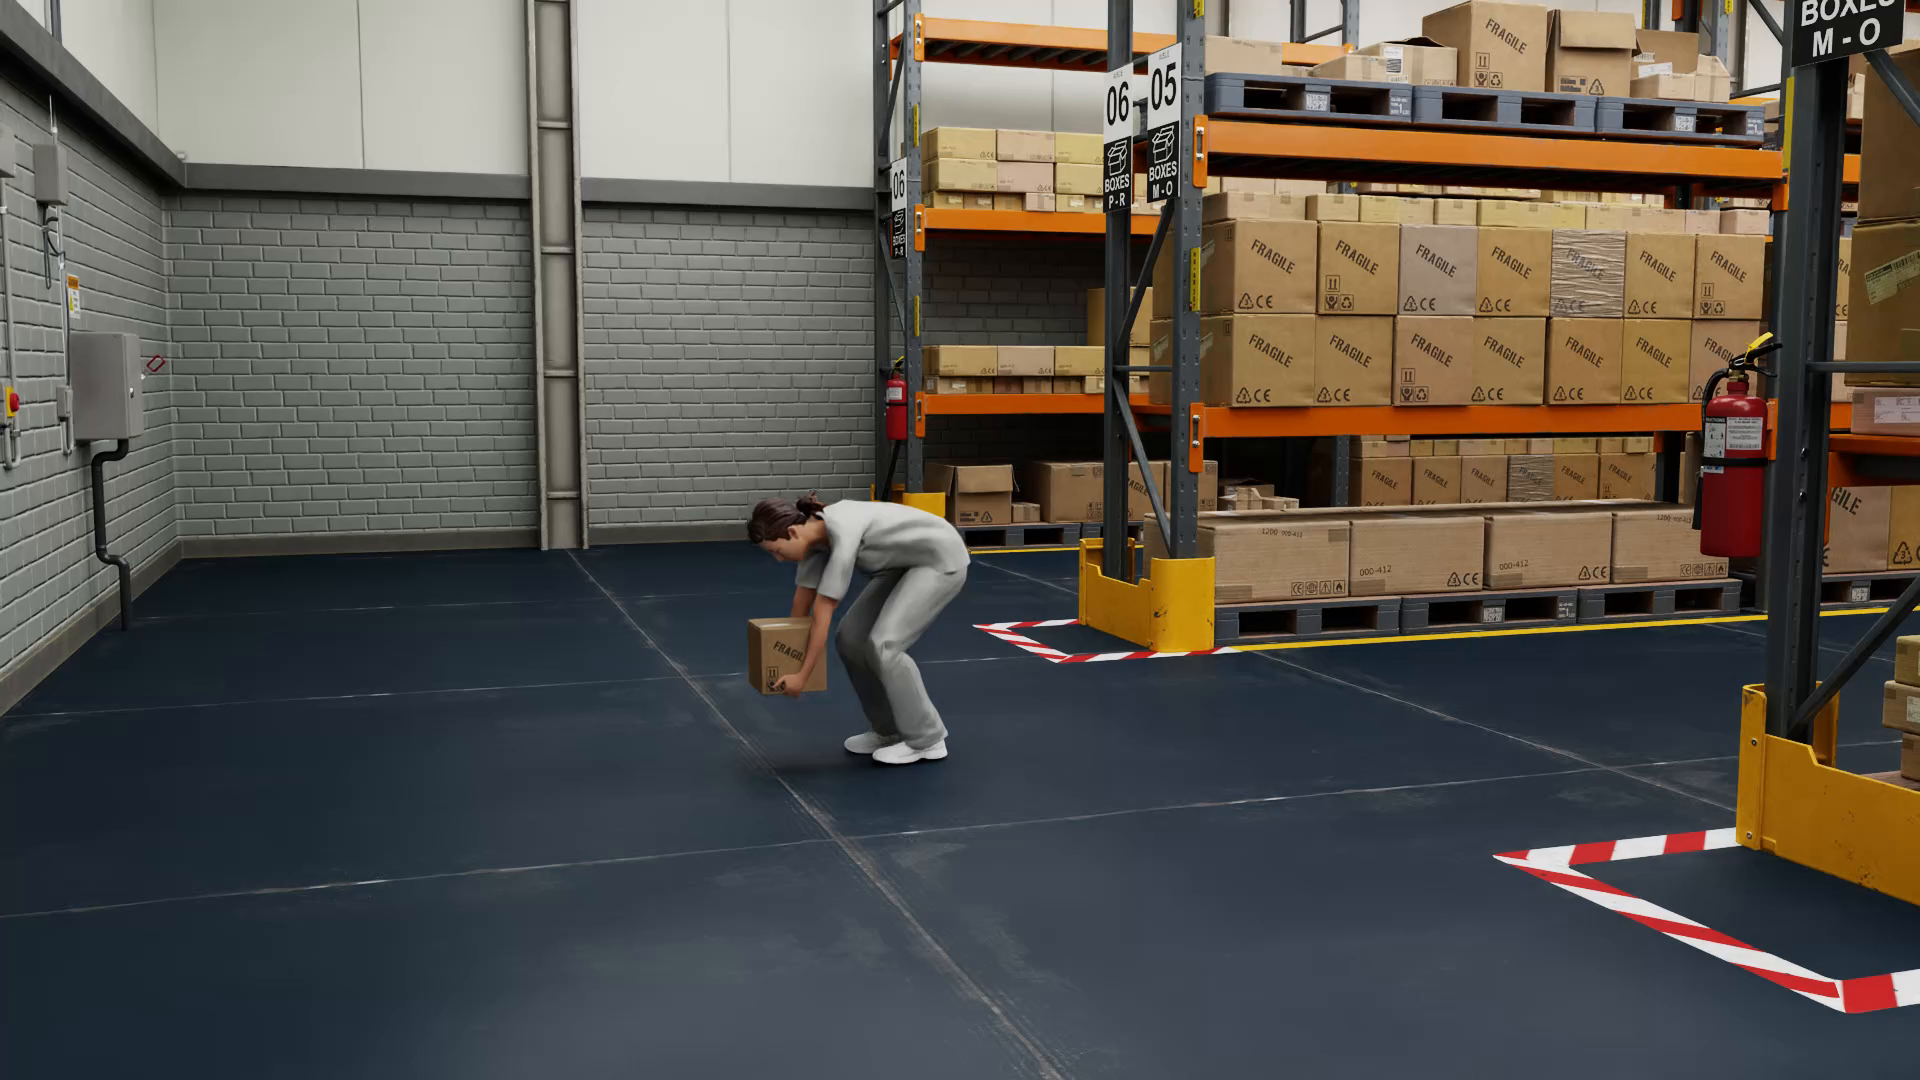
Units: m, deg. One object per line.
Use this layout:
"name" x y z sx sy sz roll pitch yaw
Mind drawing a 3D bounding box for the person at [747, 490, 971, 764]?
"person" -0.387 0.326 6.398 0.863 1.054 0.457 -2 6 -22
